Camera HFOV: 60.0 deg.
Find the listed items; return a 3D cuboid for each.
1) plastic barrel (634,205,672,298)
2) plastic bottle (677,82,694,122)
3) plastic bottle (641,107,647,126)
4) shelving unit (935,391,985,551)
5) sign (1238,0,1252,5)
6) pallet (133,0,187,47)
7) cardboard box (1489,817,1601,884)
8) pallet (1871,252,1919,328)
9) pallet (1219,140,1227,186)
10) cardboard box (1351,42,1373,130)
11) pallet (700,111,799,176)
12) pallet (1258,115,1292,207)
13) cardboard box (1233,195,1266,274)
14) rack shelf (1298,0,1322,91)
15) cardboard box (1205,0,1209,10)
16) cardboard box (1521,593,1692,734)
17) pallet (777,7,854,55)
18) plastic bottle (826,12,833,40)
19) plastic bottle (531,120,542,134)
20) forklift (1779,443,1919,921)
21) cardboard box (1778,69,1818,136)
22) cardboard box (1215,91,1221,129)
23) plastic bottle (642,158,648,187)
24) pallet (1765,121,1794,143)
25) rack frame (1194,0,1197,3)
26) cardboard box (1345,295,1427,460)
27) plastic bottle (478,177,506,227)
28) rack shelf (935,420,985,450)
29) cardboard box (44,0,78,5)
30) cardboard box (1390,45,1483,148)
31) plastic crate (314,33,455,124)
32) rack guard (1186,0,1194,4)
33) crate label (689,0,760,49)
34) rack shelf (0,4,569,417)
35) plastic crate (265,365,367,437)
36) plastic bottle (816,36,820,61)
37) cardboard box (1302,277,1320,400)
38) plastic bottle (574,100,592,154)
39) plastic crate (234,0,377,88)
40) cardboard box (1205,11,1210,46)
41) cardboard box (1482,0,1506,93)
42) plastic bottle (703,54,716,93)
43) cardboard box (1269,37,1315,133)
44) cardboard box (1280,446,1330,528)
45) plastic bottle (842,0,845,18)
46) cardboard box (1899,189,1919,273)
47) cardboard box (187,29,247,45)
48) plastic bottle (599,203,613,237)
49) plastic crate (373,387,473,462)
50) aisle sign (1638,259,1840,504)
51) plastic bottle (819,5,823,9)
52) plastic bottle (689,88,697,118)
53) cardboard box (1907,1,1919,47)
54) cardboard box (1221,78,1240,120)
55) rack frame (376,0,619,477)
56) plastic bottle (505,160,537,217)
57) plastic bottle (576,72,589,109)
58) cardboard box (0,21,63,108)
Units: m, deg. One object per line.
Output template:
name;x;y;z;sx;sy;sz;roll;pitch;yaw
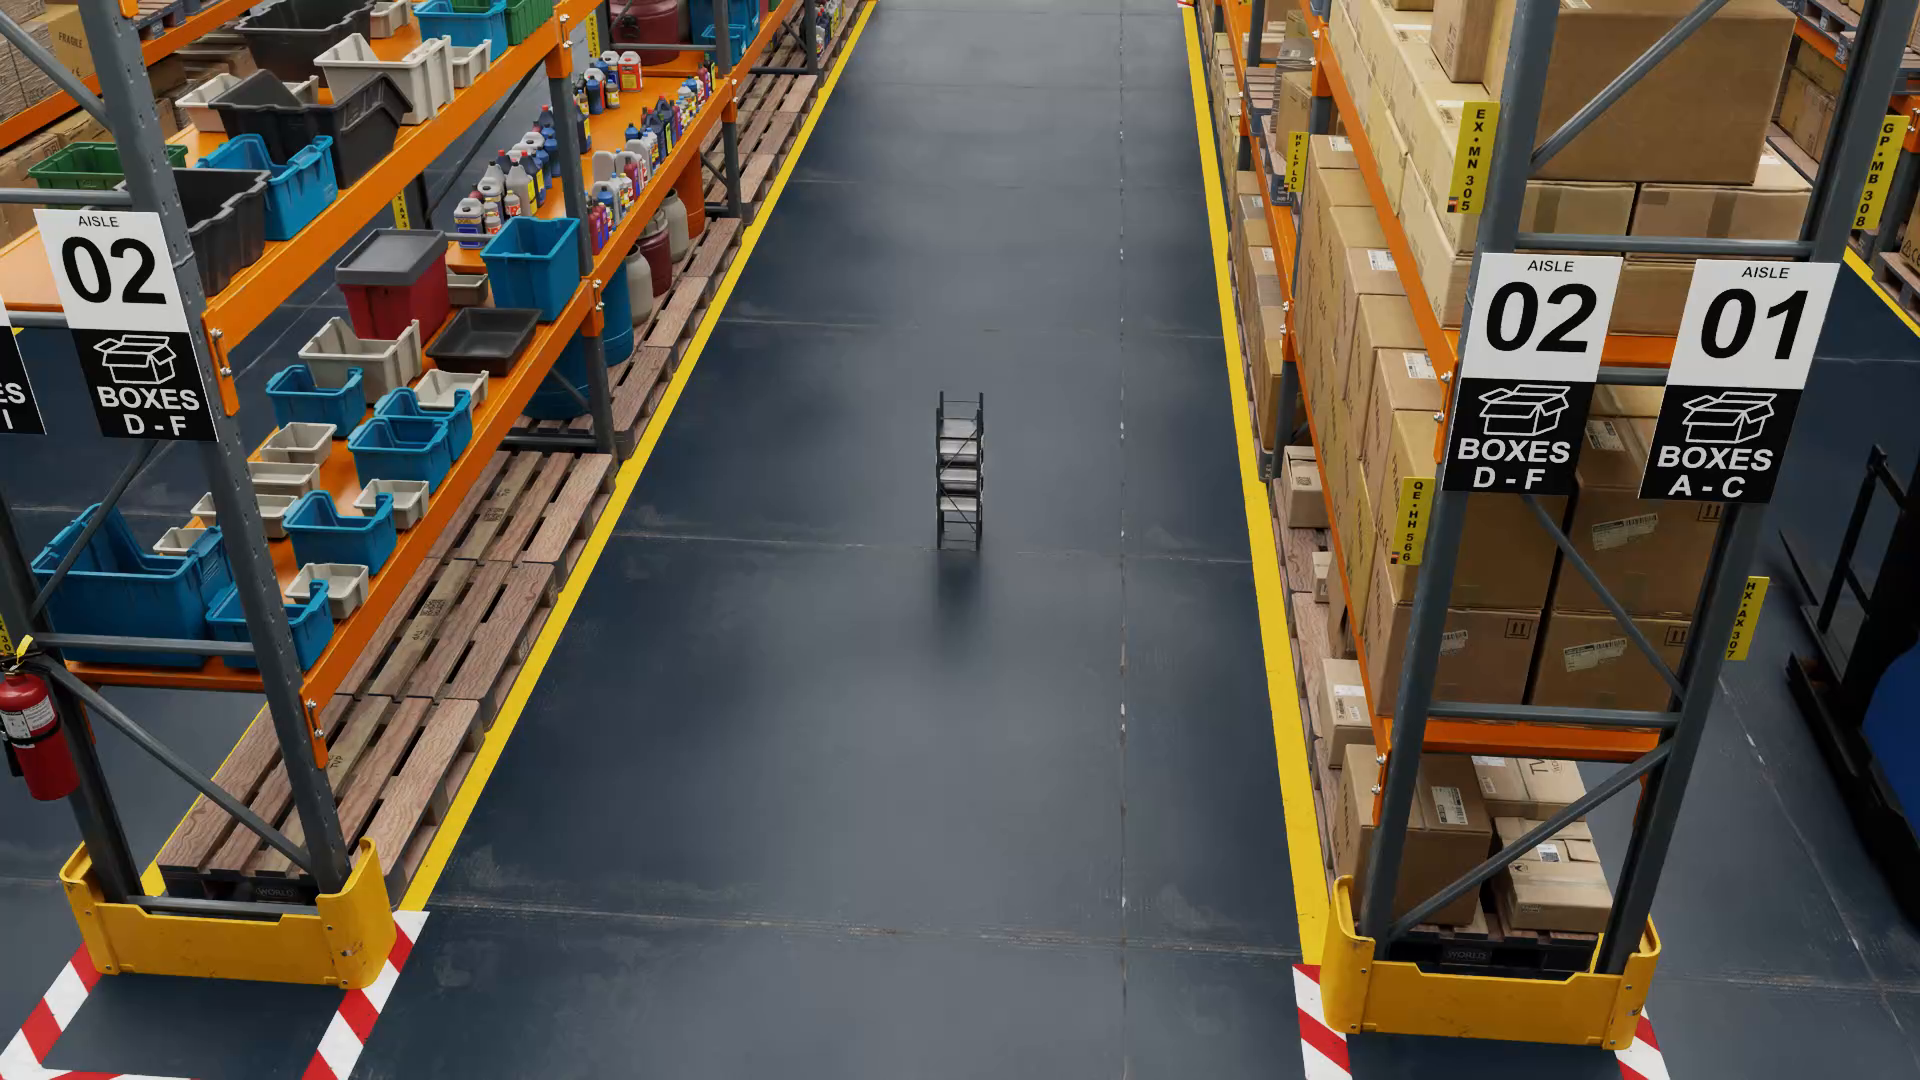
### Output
plastic barrel;-2.390;-2.099;11.975;0.600;0.588;0.708;2;32;4
plastic bottle;-1.961;-3.125;11.865;0.097;0.271;0.097;0;32;0
plastic bottle;-2.134;-2.826;11.368;0.061;0.283;0.133;2;32;4
shelving unit;-0.001;-0.379;9.287;0.258;0.900;0.210;2;32;4
sign;2.108;-4.095;12.213;0.100;0.325;0.005;2;32;4
pallet;-7.260;-4.301;13.833;1.213;0.211;1.003;2;32;4
cardboard box;2.407;1.287;6.864;0.380;0.166;0.250;2;32;4
pallet;7.460;-1.774;12.208;1.003;0.211;1.213;2;32;4
pallet;2.870;-3.458;14.941;1.003;0.211;1.213;2;32;4
cardboard box;1.963;-1.935;7.096;0.500;0.250;0.500;2;32;4
pallet;-2.071;-3.646;15.246;1.003;0.211;1.213;2;32;4
pallet;2.508;-2.481;10.881;1.003;0.211;1.213;2;32;4
cardboard box;2.303;-2.204;12.210;0.500;0.500;0.500;1;32;2
rack shelf;2.499;-3.505;10.186;1.077;0.370;4.000;2;32;4
cardboard box;2.923;-6.036;17.971;0.500;0.500;0.500;2;32;4
cardboard box;2.309;0.340;6.025;0.500;0.500;0.500;3;32;5
pallet;-1.756;-5.687;18.558;1.003;0.211;1.213;2;32;4
plastic bottle;-1.400;-5.504;17.772;0.061;0.283;0.133;4;32;6
plastic bottle;-2.817;-2.642;11.069;0.061;0.283;0.133;2;32;4
forklift;4.668;-0.331;7.274;1.130;2.935;3.031;4;32;7
cardboard box;7.890;-3.927;15.007;0.700;0.500;0.500;2;32;3
cardboard box;2.625;-3.942;15.288;0.500;0.250;0.500;2;32;2
plastic bottle;-2.071;-2.387;10.734;0.097;0.201;0.097;0;32;0
pallet;7.863;-3.868;15.606;1.003;0.211;1.213;2;32;4
rack frame;3.313;-7.763;19.269;1.000;3.000;0.127;2;32;4
cardboard box;1.850;-0.645;6.670;0.500;0.500;0.500;3;32;5
plastic bottle;-2.861;-2.060;10.133;0.152;0.276;0.135;2;32;4
rack shelf;-0.001;-0.580;9.163;0.258;0.077;0.200;2;32;4
cardboard box;-7.207;-4.511;13.495;0.500;0.500;0.500;-1;32;-2
cardboard box;1.883;-1.625;6.116;0.500;0.250;0.500;2;32;4
plastic crate;-2.438;-1.983;7.143;0.437;0.282;0.530;2;32;4
rack guard;3.315;-6.712;19.945;1.175;0.500;0.348;2;32;4
crate label;-1.924;-4.317;13.642;0.502;0.435;0.616;2;32;4
rack shelf;-2.763;-1.627;7.138;1.077;0.370;4.000;2;32;4
plastic crate;-3.015;-0.650;7.828;0.416;0.233;0.300;2;32;4
plastic bottle;-1.486;-5.059;17.062;0.097;0.271;0.097;0;32;0
cardboard box;1.984;-1.009;8.212;0.500;0.500;0.500;3;32;5
plastic bottle;-2.600;-2.816;11.287;0.144;0.351;0.185;2;32;4
plastic crate;-2.975;-2.286;7.646;0.497;0.269;0.590;2;32;4
cardboard box;2.884;-5.455;17.743;0.500;0.250;0.500;2;32;4
cardboard box;2.161;-1.669;5.473;0.700;0.500;0.500;2;32;4
plastic bottle;-1.883;-3.514;12.485;0.061;0.283;0.133;2;32;4
cardboard box;2.458;-2.997;11.039;0.700;0.500;0.500;8;33;13
cardboard box;2.086;-0.321;9.336;0.500;0.311;0.500;2;32;4
plastic bottle;-1.327;-5.967;18.523;0.061;0.283;0.133;3;32;5
cardboard box;7.409;-2.255;11.980;0.750;0.750;0.750;2;32;3
cardboard box;-7.015;-4.651;16.182;0.700;0.500;0.500;2;32;4
plastic bottle;-2.143;-1.922;9.979;0.097;0.201;0.097;0;32;0
plastic crate;-2.446;-0.525;7.626;0.416;0.233;0.300;2;32;4
aisle sign;2.298;-0.456;4.933;0.394;0.787;0.004;2;32;4
plastic bottle;-1.521;-5.786;18.308;0.097;0.201;0.097;0;32;0
plastic bottle;-1.953;-3.147;11.966;0.097;0.201;0.097;0;32;0
cardboard box;7.646;-4.140;12.875;0.700;0.500;0.500;0;32;-1
cardboard box;2.582;-3.909;14.701;0.500;0.311;0.500;3;32;5
rack frame;-2.601;-1.702;9.433;1.000;3.000;0.127;2;32;4
plastic bottle;-2.708;-2.170;10.239;0.144;0.351;0.185;2;32;4
plastic bottle;-2.726;-3.222;12.010;0.061;0.283;0.133;2;32;4
cardboard box;-7.051;-3.519;12.286;0.500;0.500;0.500;2;32;4
